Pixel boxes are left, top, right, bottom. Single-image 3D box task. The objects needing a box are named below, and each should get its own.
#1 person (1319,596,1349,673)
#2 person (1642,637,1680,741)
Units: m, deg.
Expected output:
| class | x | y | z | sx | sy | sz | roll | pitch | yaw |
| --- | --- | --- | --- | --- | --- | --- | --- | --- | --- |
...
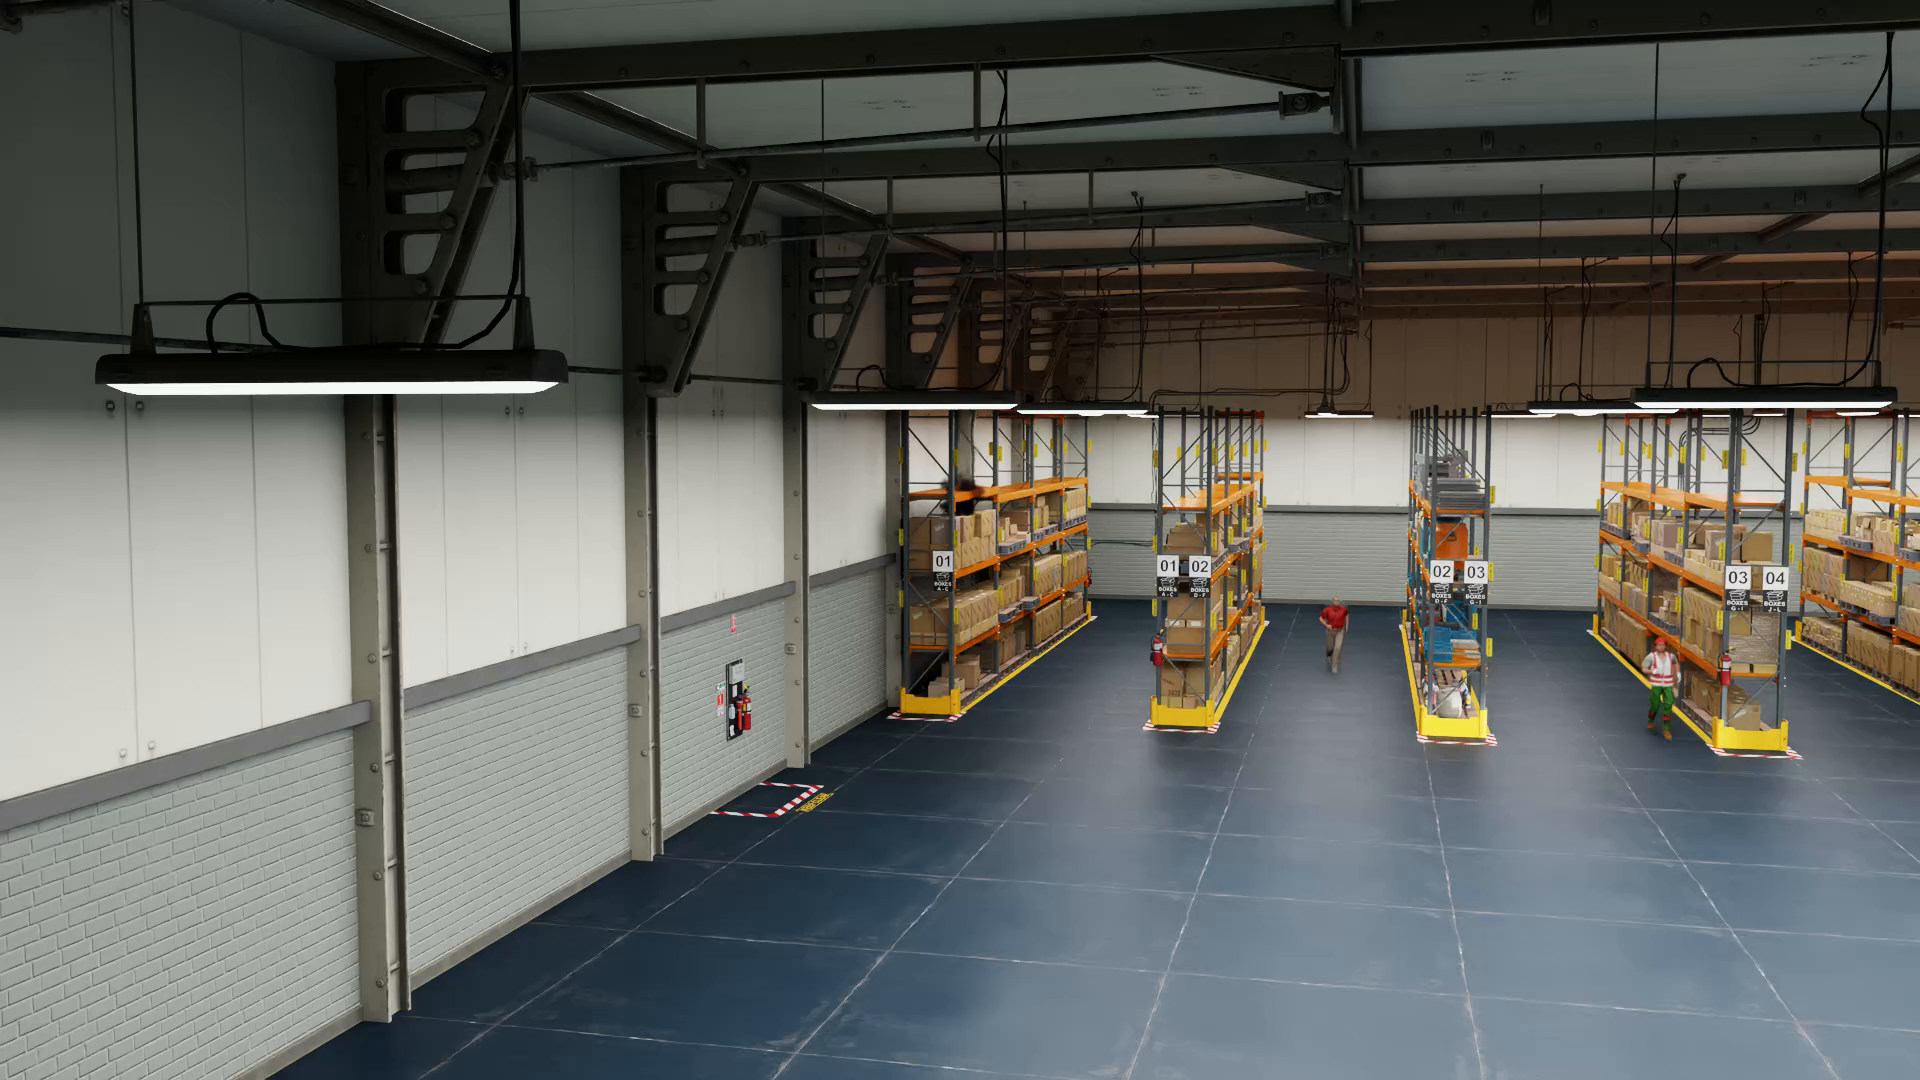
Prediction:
| class | x | y | z | sx | sy | sz | roll | pitch | yaw |
| --- | --- | --- | --- | --- | --- | --- | --- | --- | --- |
| person | 8.592 | 2.140 | 38.162 | 0.686 | 1.727 | 0.984 | 0 | 4 | 4 |
| person | 12.732 | 2.664 | 30.172 | 0.669 | 1.790 | 0.973 | 1 | 4 | 13 |
